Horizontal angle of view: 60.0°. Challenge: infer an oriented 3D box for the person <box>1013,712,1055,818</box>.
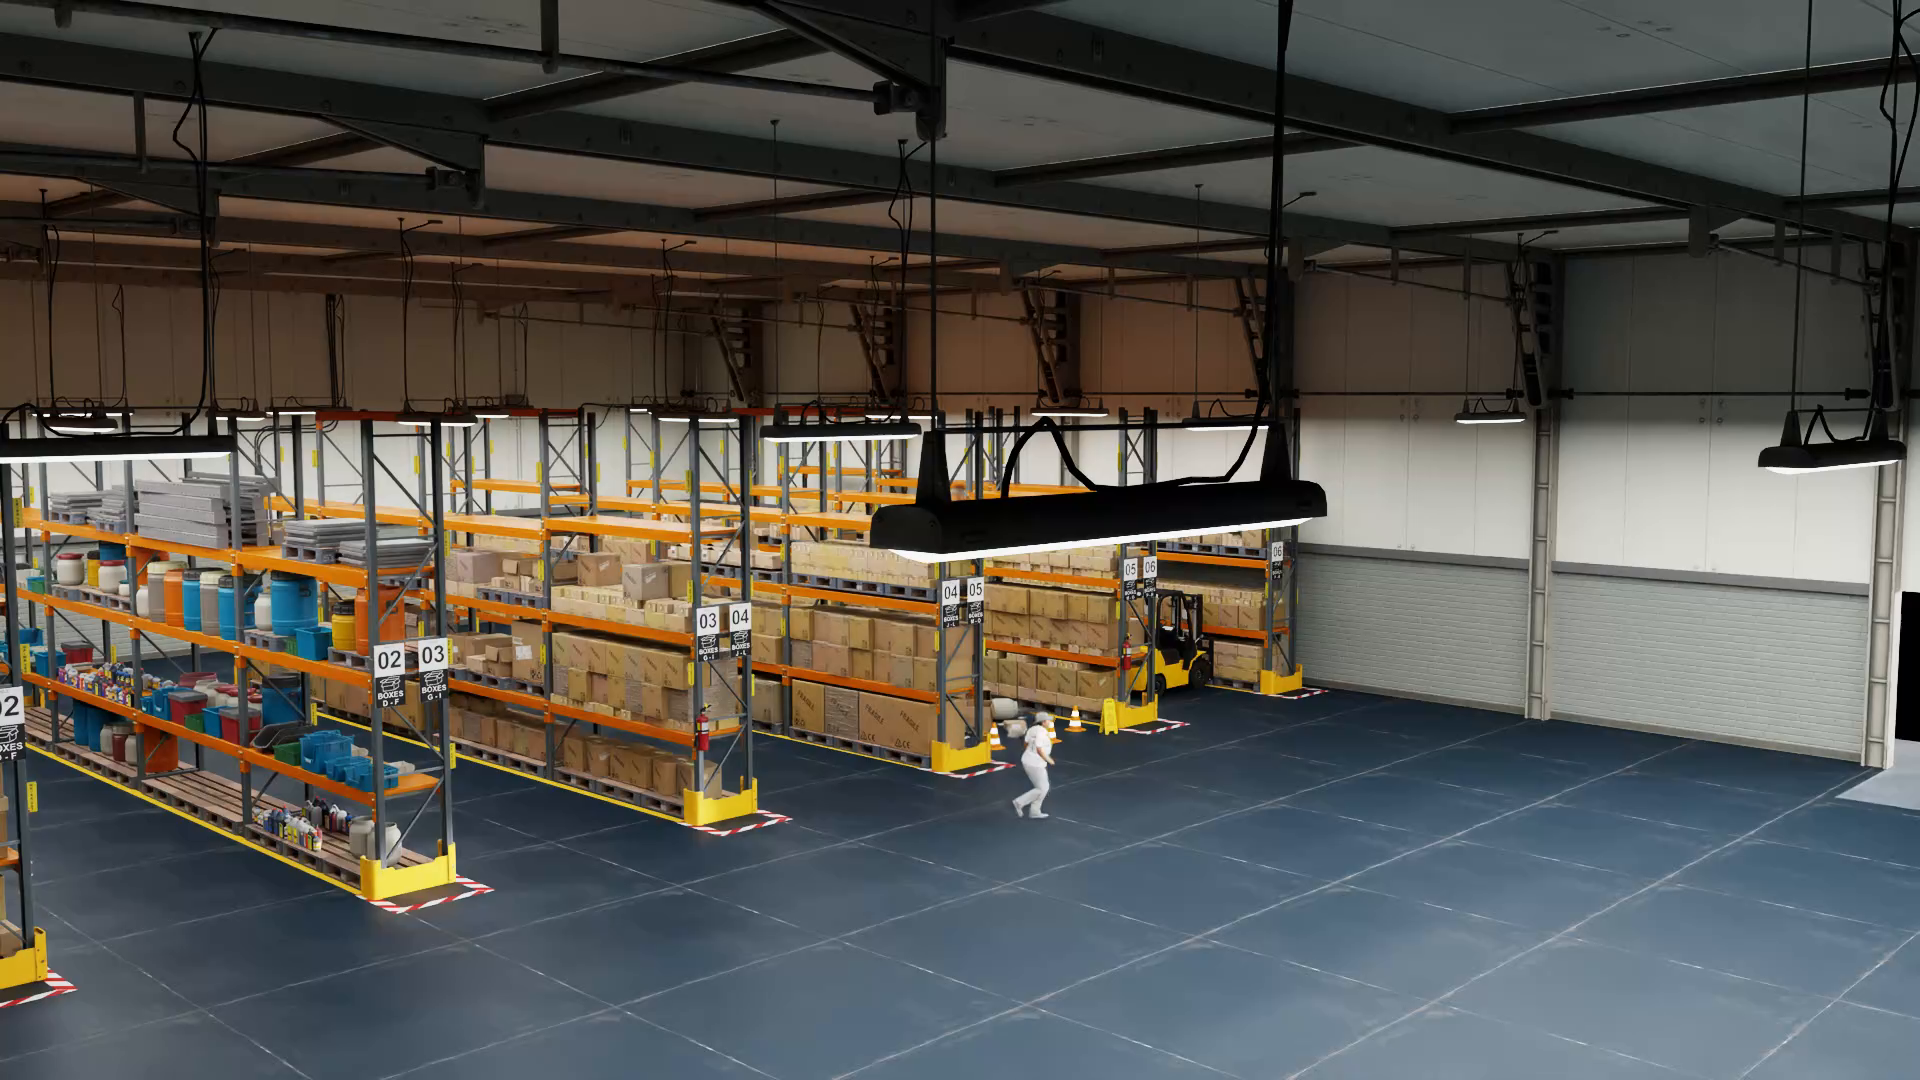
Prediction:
[{"bbox_3d":[1.079,3.354,24.710,0.650,1.610,0.606,-1,5,-11],"label":"person"}]
